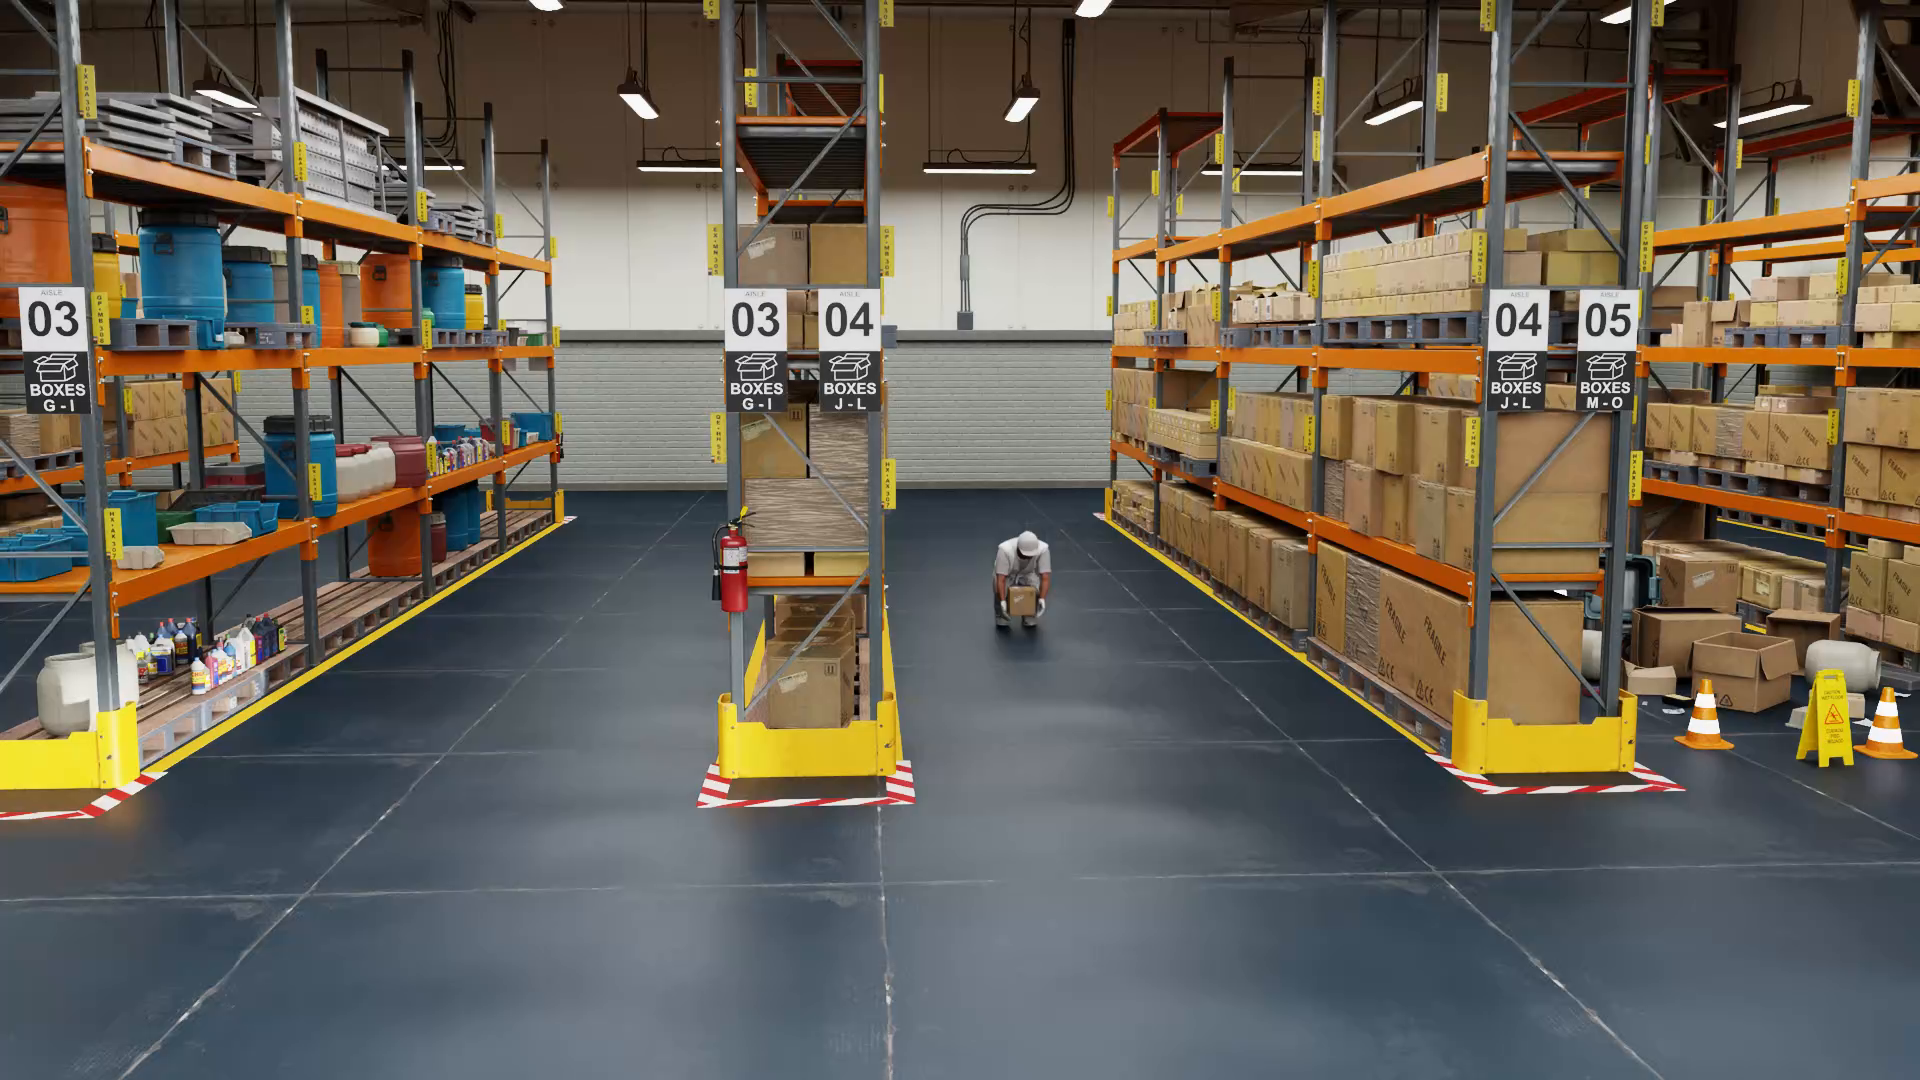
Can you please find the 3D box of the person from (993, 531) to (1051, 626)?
[{"bbox_3d":[0.615,0.381,16.735,0.576,1.013,0.915,0,7,-4],"label":"person"}]
